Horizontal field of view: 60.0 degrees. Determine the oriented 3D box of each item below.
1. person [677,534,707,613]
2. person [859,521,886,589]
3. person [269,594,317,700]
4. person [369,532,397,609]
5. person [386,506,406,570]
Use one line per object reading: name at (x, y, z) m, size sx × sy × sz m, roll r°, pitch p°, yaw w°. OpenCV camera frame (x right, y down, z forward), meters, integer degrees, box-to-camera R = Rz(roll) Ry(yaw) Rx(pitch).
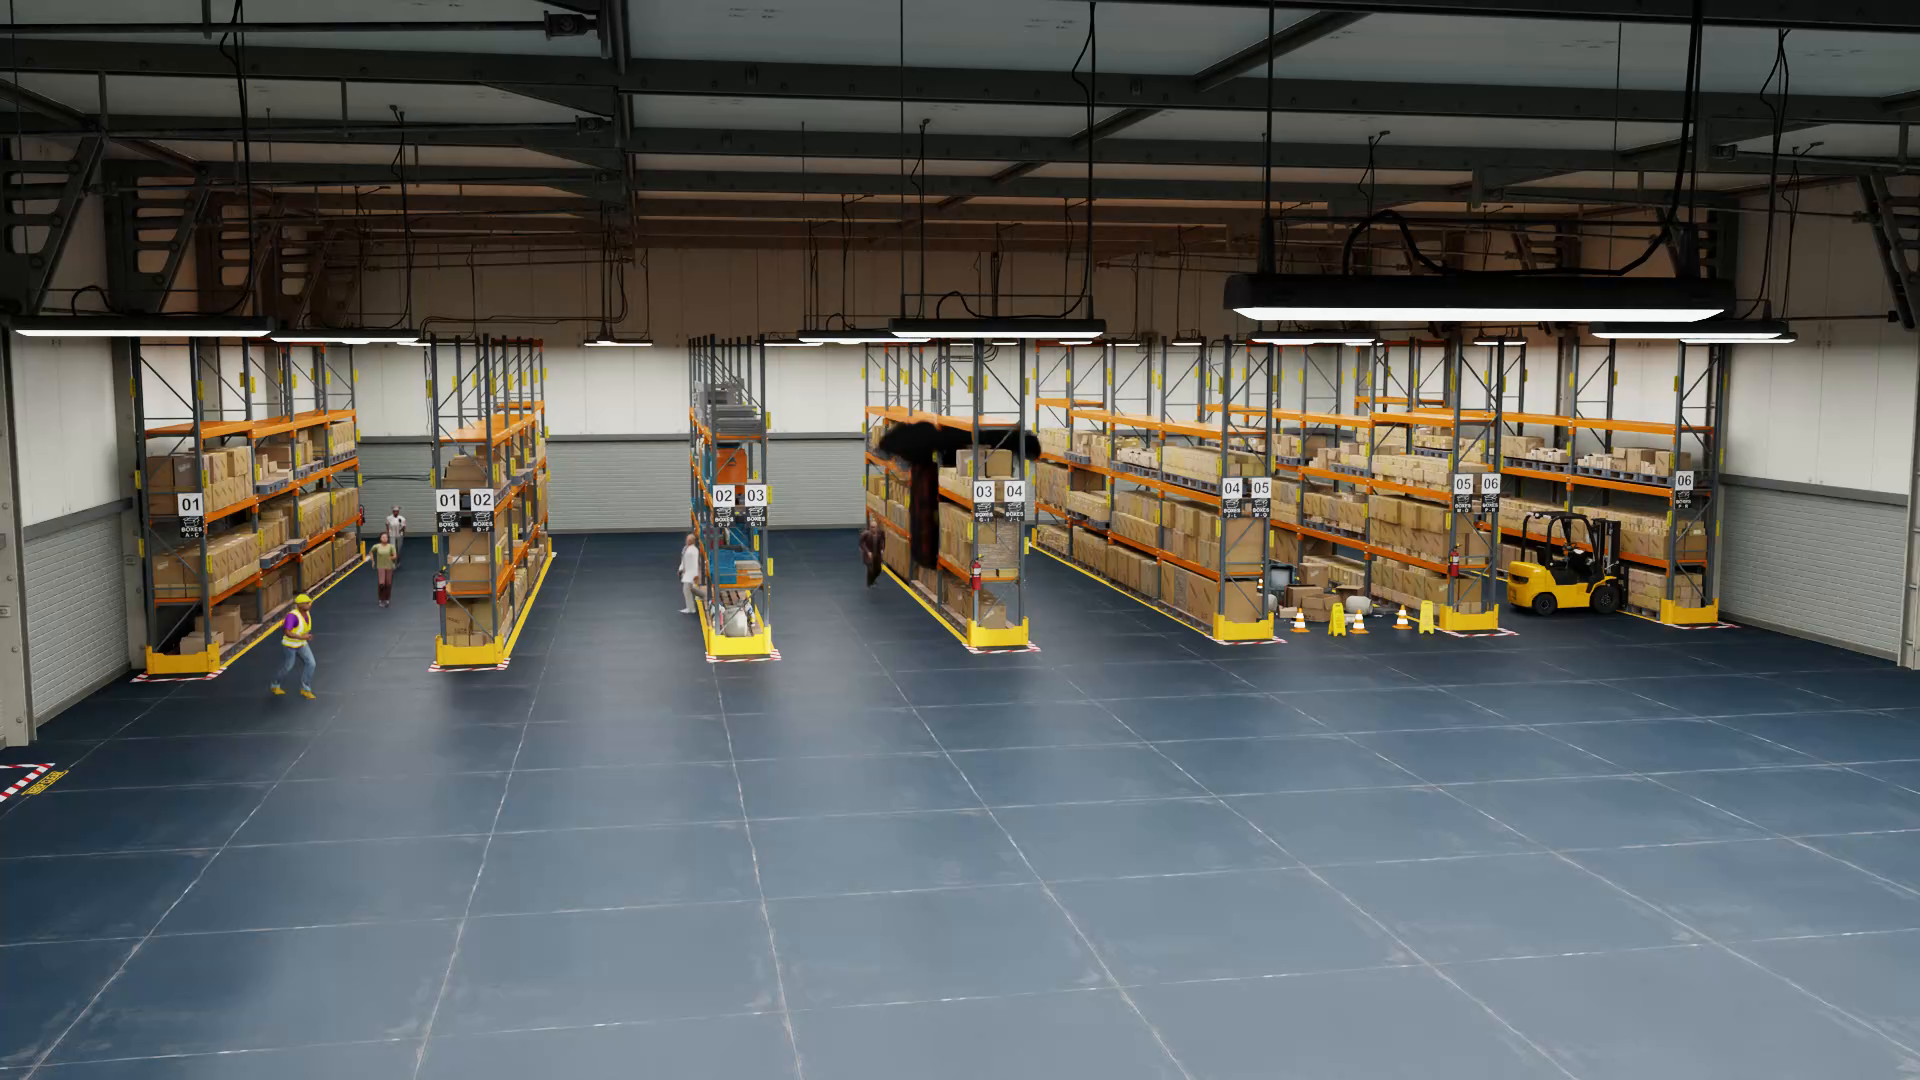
person at (-5.827, 0.706, 36.387) m, size 0.793 × 1.713 × 0.870 m, roll -3°, pitch 7°, yaw -28°
person at (-2.053, 0.332, 38.368) m, size 0.694 × 1.619 × 0.909 m, roll -3°, pitch 7°, yaw -27°
person at (-10.963, 1.759, 27.308) m, size 0.908 × 1.768 × 0.711 m, roll 2°, pitch 7°, yaw 17°
person at (-12.786, 0.665, 36.946) m, size 0.562 × 1.689 × 0.685 m, roll -3°, pitch 7°, yaw -25°
person at (-14.713, -0.063, 43.399) m, size 0.489 × 1.706 × 0.782 m, roll -3°, pitch 7°, yaw -21°
